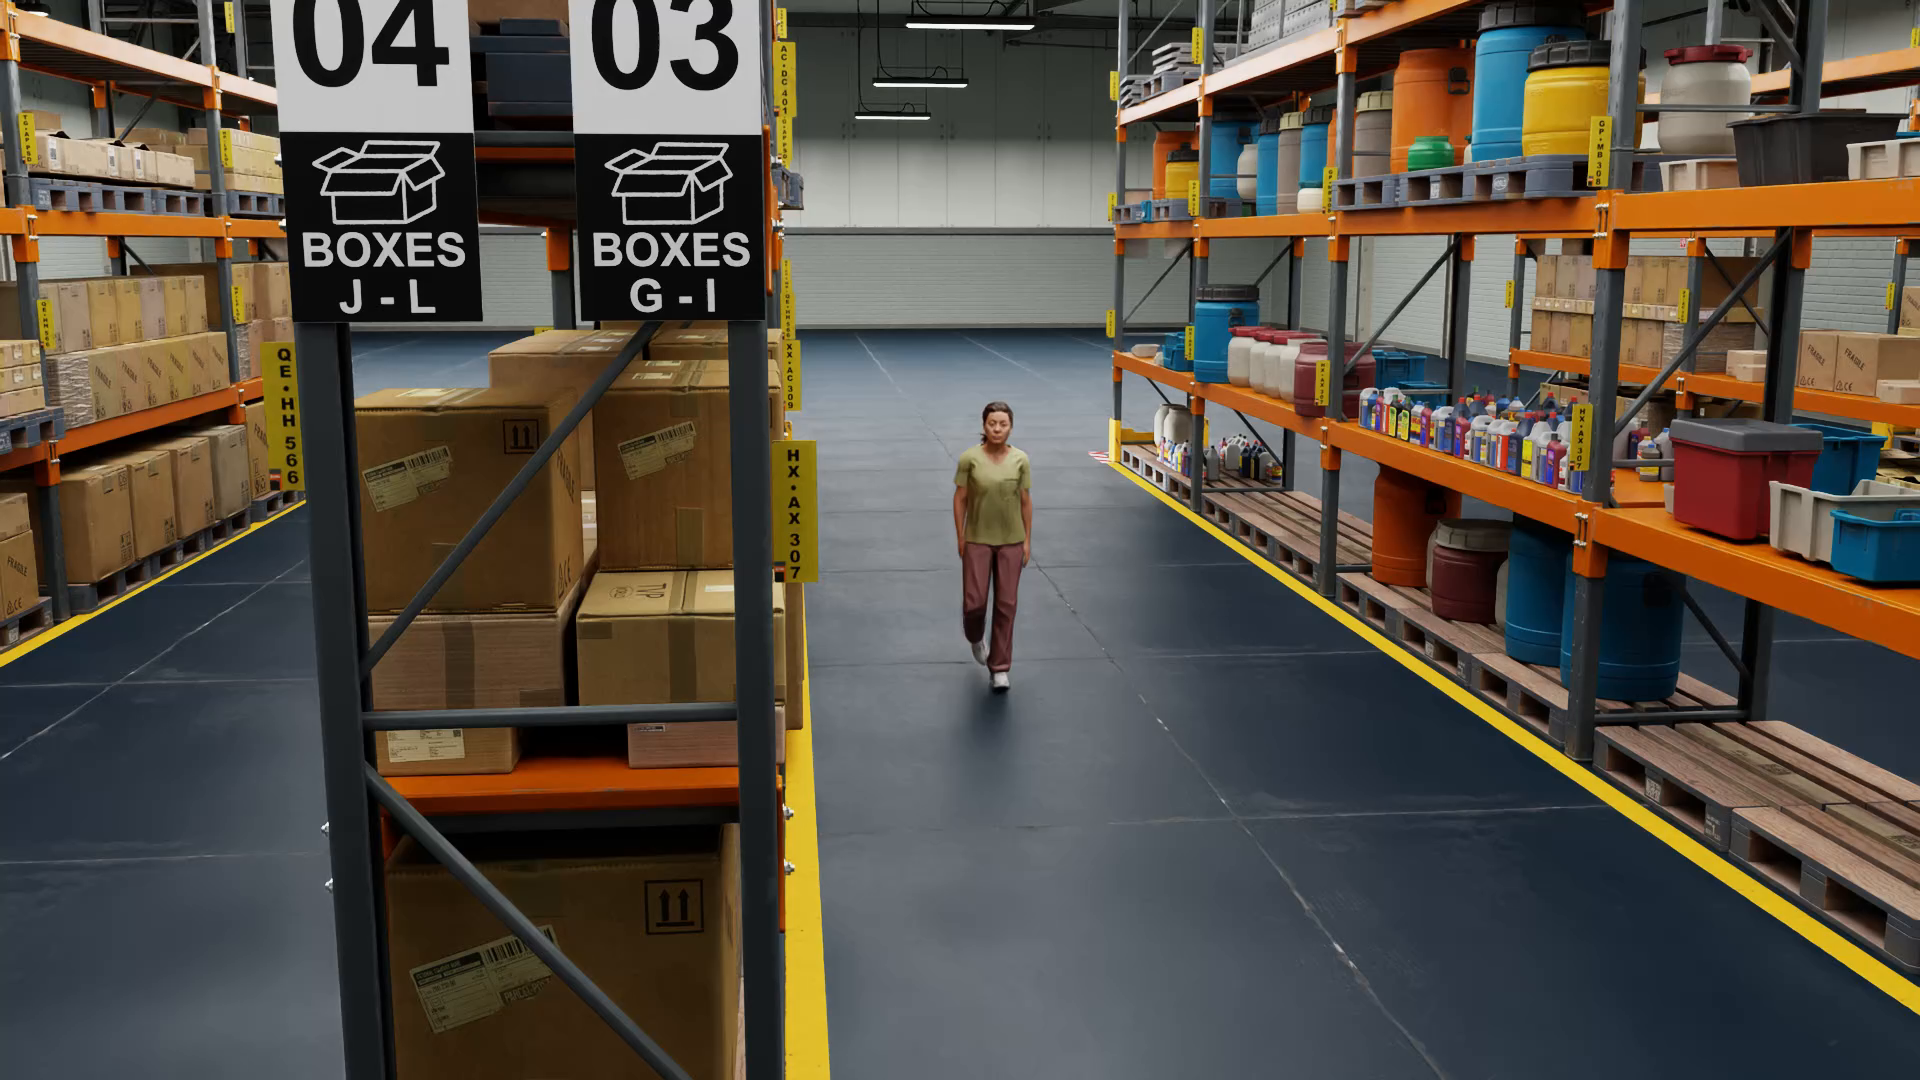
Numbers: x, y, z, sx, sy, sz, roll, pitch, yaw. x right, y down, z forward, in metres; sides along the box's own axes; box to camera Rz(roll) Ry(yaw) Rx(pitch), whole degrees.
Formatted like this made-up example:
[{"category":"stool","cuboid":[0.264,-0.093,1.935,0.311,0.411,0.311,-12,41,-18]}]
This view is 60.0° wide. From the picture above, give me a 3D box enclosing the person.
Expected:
[{"category":"person","cuboid":[0.189,0.011,9.729,0.460,1.664,0.527,-1,10,-6]}]
